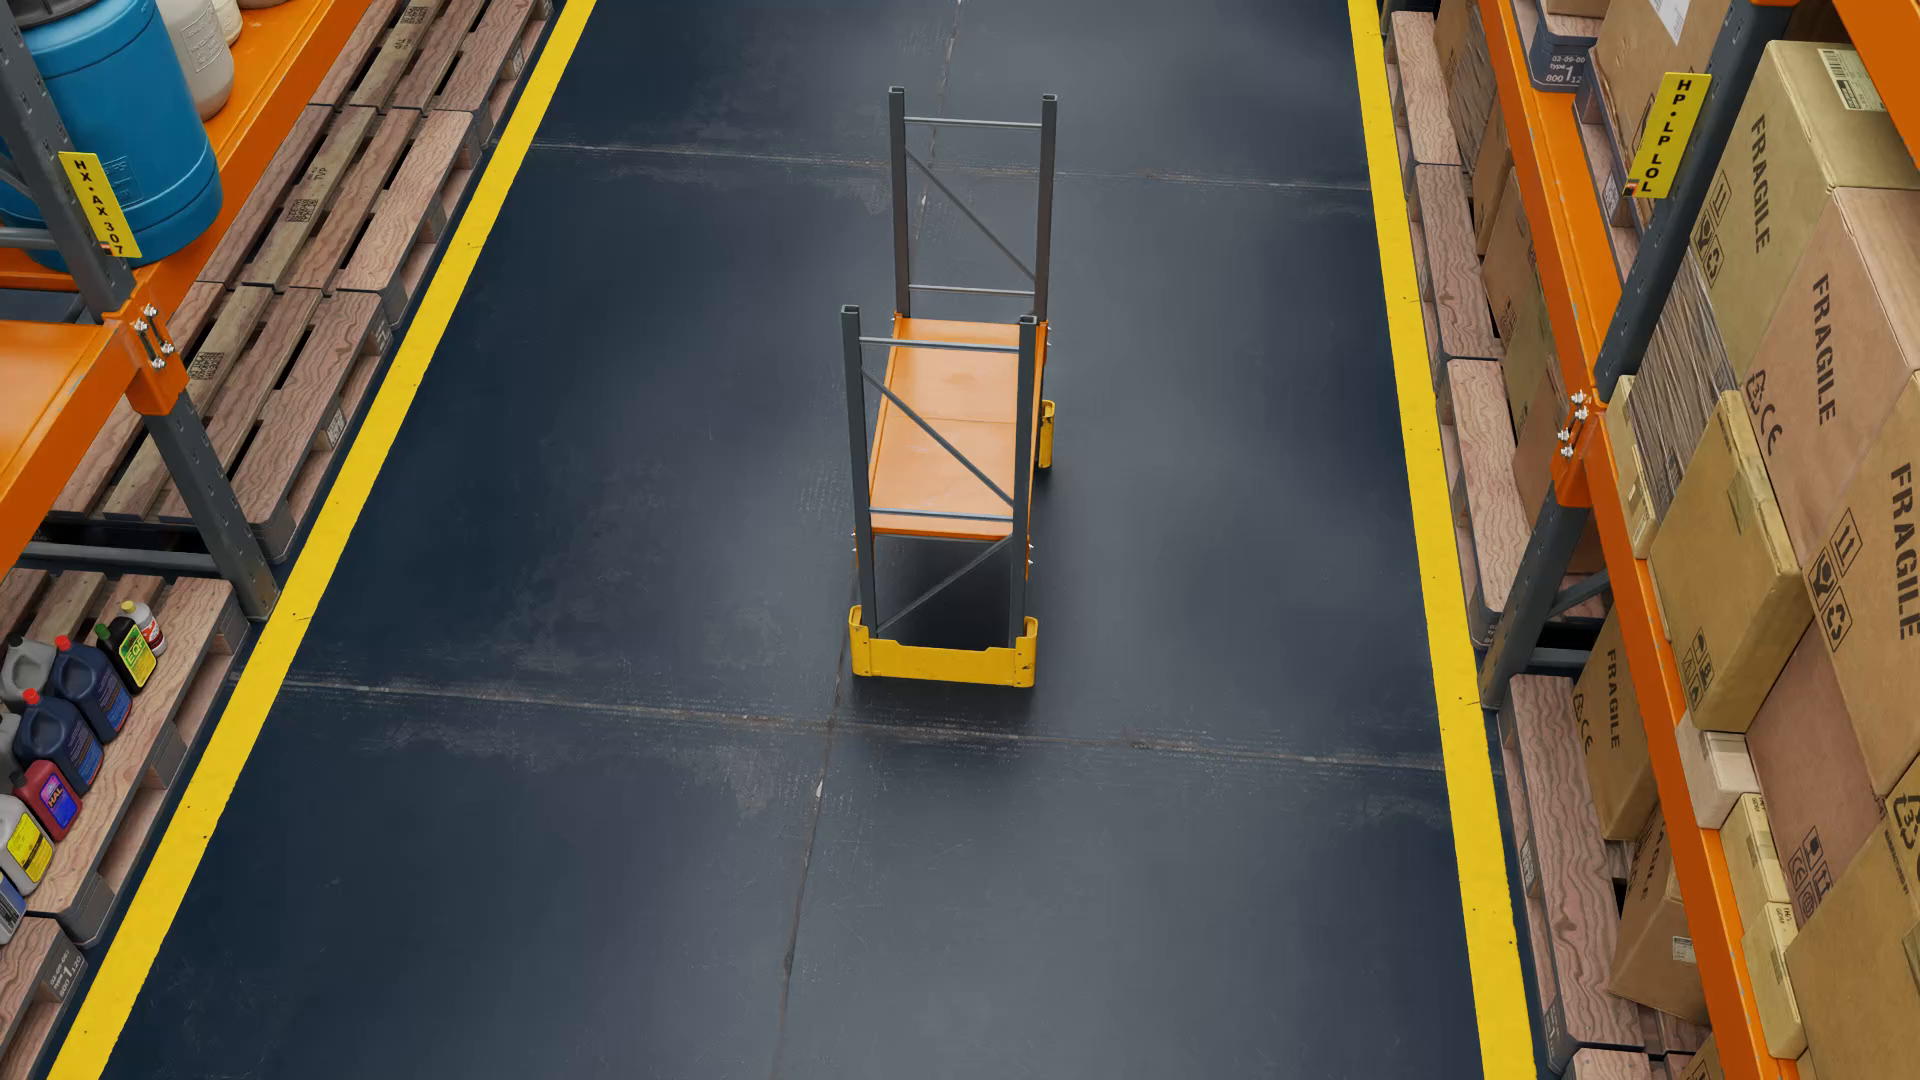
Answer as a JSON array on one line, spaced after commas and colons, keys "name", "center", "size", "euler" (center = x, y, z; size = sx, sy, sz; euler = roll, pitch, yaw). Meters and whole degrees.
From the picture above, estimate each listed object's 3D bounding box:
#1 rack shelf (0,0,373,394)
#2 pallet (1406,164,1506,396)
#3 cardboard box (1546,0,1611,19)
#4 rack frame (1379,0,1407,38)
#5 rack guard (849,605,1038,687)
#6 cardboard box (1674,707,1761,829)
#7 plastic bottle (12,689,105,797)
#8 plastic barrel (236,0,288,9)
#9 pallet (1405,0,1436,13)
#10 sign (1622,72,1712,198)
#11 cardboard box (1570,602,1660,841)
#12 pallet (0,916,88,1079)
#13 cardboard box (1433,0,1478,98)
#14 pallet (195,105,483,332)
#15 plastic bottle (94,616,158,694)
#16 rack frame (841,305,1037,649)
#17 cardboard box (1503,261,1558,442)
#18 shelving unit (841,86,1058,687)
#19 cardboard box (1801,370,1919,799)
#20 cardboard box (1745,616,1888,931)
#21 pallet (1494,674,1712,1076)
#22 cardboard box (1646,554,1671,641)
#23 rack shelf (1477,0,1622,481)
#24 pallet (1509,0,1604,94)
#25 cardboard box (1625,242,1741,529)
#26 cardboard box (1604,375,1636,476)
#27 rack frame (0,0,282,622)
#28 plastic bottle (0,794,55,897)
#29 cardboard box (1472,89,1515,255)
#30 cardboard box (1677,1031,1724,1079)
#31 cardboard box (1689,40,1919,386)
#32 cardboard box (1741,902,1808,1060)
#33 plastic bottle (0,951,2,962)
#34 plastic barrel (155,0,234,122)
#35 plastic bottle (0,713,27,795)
[{"name": "rack shelf", "center": [-2.598, -2.047, 6.077], "size": [1.077, 0.370, 4.000], "euler": [4, 48, 4]}, {"name": "pallet", "center": [2.330, -1.017, 6.537], "size": [1.003, 0.211, 1.213], "euler": [4, 48, 4]}, {"name": "cardboard box", "center": [2.218, -1.943, 5.140], "size": [0.797, 0.503, 0.637], "euler": [8, 48, 8]}, {"name": "rack frame", "center": [2.516, -3.426, 6.851], "size": [1.000, 3.000, 0.127], "euler": [4, 48, 4]}, {"name": "rack guard", "center": [-0.052, 0.338, 5.272], "size": [0.587, 0.250, 0.087], "euler": [4, 48, 4]}, {"name": "cardboard box", "center": [1.724, 0.469, 3.458], "size": [0.380, 0.149, 0.250], "euler": [4, 48, 4]}, {"name": "plastic bottle", "center": [-2.570, 0.559, 4.703], "size": [0.144, 0.351, 0.185], "euler": [2, 48, 2]}, {"name": "plastic barrel", "center": [-2.408, -2.093, 5.540], "size": [0.433, 0.535, 0.433], "euler": [0, 48, 0]}, {"name": "pallet", "center": [2.663, -3.059, 8.405], "size": [1.003, 0.211, 1.213], "euler": [4, 48, 4]}, {"name": "sign", "center": [1.599, -0.912, 3.767], "size": [0.100, 0.325, 0.005], "euler": [4, 48, 4]}, {"name": "cardboard box", "center": [2.075, 0.506, 4.663], "size": [0.500, 0.500, 0.500], "euler": [3, 48, 2]}, {"name": "pallet", "center": [-2.992, 1.511, 4.225], "size": [1.003, 0.211, 1.213], "euler": [4, 48, 4]}, {"name": "cardboard box", "center": [2.475, -2.237, 7.159], "size": [0.700, 0.500, 0.500], "euler": [2, 48, 1]}, {"name": "pallet", "center": [-2.639, -1.357, 6.848], "size": [1.003, 0.211, 1.213], "euler": [4, 48, 4]}, {"name": "plastic bottle", "center": [-2.496, 0.324, 4.963], "size": [0.061, 0.283, 0.133], "euler": [6, 48, 5]}, {"name": "rack frame", "center": [-0.054, -0.070, 4.798], "size": [0.500, 1.500, 0.032], "euler": [4, 48, 4]}, {"name": "cardboard box", "center": [2.291, -0.591, 5.653], "size": [0.700, 0.500, 0.500], "euler": [4, 48, 3]}, {"name": "shelving unit", "center": [-0.007, -0.450, 5.145], "size": [0.587, 1.500, 1.083], "euler": [4, 48, 4]}, {"name": "cardboard box", "center": [1.767, 0.090, 2.688], "size": [0.500, 0.500, 0.500], "euler": [4, 48, 4]}, {"name": "cardboard box", "center": [2.023, 0.445, 3.041], "size": [0.875, 0.500, 0.500], "euler": [4, 48, 4]}, {"name": "pallet", "center": [2.126, 0.950, 4.738], "size": [1.003, 0.211, 1.213], "euler": [4, 48, 4]}, {"name": "cardboard box", "center": [1.802, 0.104, 3.792], "size": [0.380, 0.149, 0.250], "euler": [4, 48, 4]}, {"name": "rack shelf", "center": [2.334, -1.714, 5.772], "size": [1.077, 0.370, 4.000], "euler": [4, 48, 4]}, {"name": "pallet", "center": [2.377, -1.904, 5.589], "size": [1.003, 0.211, 1.213], "euler": [4, 48, 4]}, {"name": "cardboard box", "center": [2.049, -0.294, 3.717], "size": [0.875, 0.500, 0.500], "euler": [4, 48, 4]}, {"name": "cardboard box", "center": [1.833, -0.264, 4.129], "size": [0.380, 0.149, 0.250], "euler": [4, 48, 4]}, {"name": "rack frame", "center": [-2.781, -0.820, 4.467], "size": [1.000, 3.000, 0.127], "euler": [4, 48, 4]}, {"name": "plastic bottle", "center": [-2.599, 0.797, 4.486], "size": [0.144, 0.351, 0.185], "euler": [4, 48, 3]}, {"name": "cardboard box", "center": [2.392, -1.412, 6.404], "size": [0.700, 0.500, 0.500], "euler": [7, 48, 7]}, {"name": "cardboard box", "center": [2.052, 1.389, 3.856], "size": [0.500, 0.500, 0.500], "euler": [0, 48, 0]}, {"name": "cardboard box", "center": [1.857, -0.645, 3.360], "size": [0.500, 0.500, 0.500], "euler": [4, 48, 4]}, {"name": "cardboard box", "center": [1.709, 0.839, 3.120], "size": [0.380, 0.149, 0.250], "euler": [4, 48, 4]}, {"name": "plastic bottle", "center": [-2.602, 1.055, 4.351], "size": [0.097, 0.201, 0.097], "euler": [0, 48, 0]}, {"name": "plastic barrel", "center": [-2.475, -1.554, 5.046], "size": [0.433, 0.535, 0.433], "euler": [0, 48, 0]}, {"name": "plastic bottle", "center": [-2.720, 0.593, 4.722], "size": [0.152, 0.276, 0.135], "euler": [4, 48, 4]}]
